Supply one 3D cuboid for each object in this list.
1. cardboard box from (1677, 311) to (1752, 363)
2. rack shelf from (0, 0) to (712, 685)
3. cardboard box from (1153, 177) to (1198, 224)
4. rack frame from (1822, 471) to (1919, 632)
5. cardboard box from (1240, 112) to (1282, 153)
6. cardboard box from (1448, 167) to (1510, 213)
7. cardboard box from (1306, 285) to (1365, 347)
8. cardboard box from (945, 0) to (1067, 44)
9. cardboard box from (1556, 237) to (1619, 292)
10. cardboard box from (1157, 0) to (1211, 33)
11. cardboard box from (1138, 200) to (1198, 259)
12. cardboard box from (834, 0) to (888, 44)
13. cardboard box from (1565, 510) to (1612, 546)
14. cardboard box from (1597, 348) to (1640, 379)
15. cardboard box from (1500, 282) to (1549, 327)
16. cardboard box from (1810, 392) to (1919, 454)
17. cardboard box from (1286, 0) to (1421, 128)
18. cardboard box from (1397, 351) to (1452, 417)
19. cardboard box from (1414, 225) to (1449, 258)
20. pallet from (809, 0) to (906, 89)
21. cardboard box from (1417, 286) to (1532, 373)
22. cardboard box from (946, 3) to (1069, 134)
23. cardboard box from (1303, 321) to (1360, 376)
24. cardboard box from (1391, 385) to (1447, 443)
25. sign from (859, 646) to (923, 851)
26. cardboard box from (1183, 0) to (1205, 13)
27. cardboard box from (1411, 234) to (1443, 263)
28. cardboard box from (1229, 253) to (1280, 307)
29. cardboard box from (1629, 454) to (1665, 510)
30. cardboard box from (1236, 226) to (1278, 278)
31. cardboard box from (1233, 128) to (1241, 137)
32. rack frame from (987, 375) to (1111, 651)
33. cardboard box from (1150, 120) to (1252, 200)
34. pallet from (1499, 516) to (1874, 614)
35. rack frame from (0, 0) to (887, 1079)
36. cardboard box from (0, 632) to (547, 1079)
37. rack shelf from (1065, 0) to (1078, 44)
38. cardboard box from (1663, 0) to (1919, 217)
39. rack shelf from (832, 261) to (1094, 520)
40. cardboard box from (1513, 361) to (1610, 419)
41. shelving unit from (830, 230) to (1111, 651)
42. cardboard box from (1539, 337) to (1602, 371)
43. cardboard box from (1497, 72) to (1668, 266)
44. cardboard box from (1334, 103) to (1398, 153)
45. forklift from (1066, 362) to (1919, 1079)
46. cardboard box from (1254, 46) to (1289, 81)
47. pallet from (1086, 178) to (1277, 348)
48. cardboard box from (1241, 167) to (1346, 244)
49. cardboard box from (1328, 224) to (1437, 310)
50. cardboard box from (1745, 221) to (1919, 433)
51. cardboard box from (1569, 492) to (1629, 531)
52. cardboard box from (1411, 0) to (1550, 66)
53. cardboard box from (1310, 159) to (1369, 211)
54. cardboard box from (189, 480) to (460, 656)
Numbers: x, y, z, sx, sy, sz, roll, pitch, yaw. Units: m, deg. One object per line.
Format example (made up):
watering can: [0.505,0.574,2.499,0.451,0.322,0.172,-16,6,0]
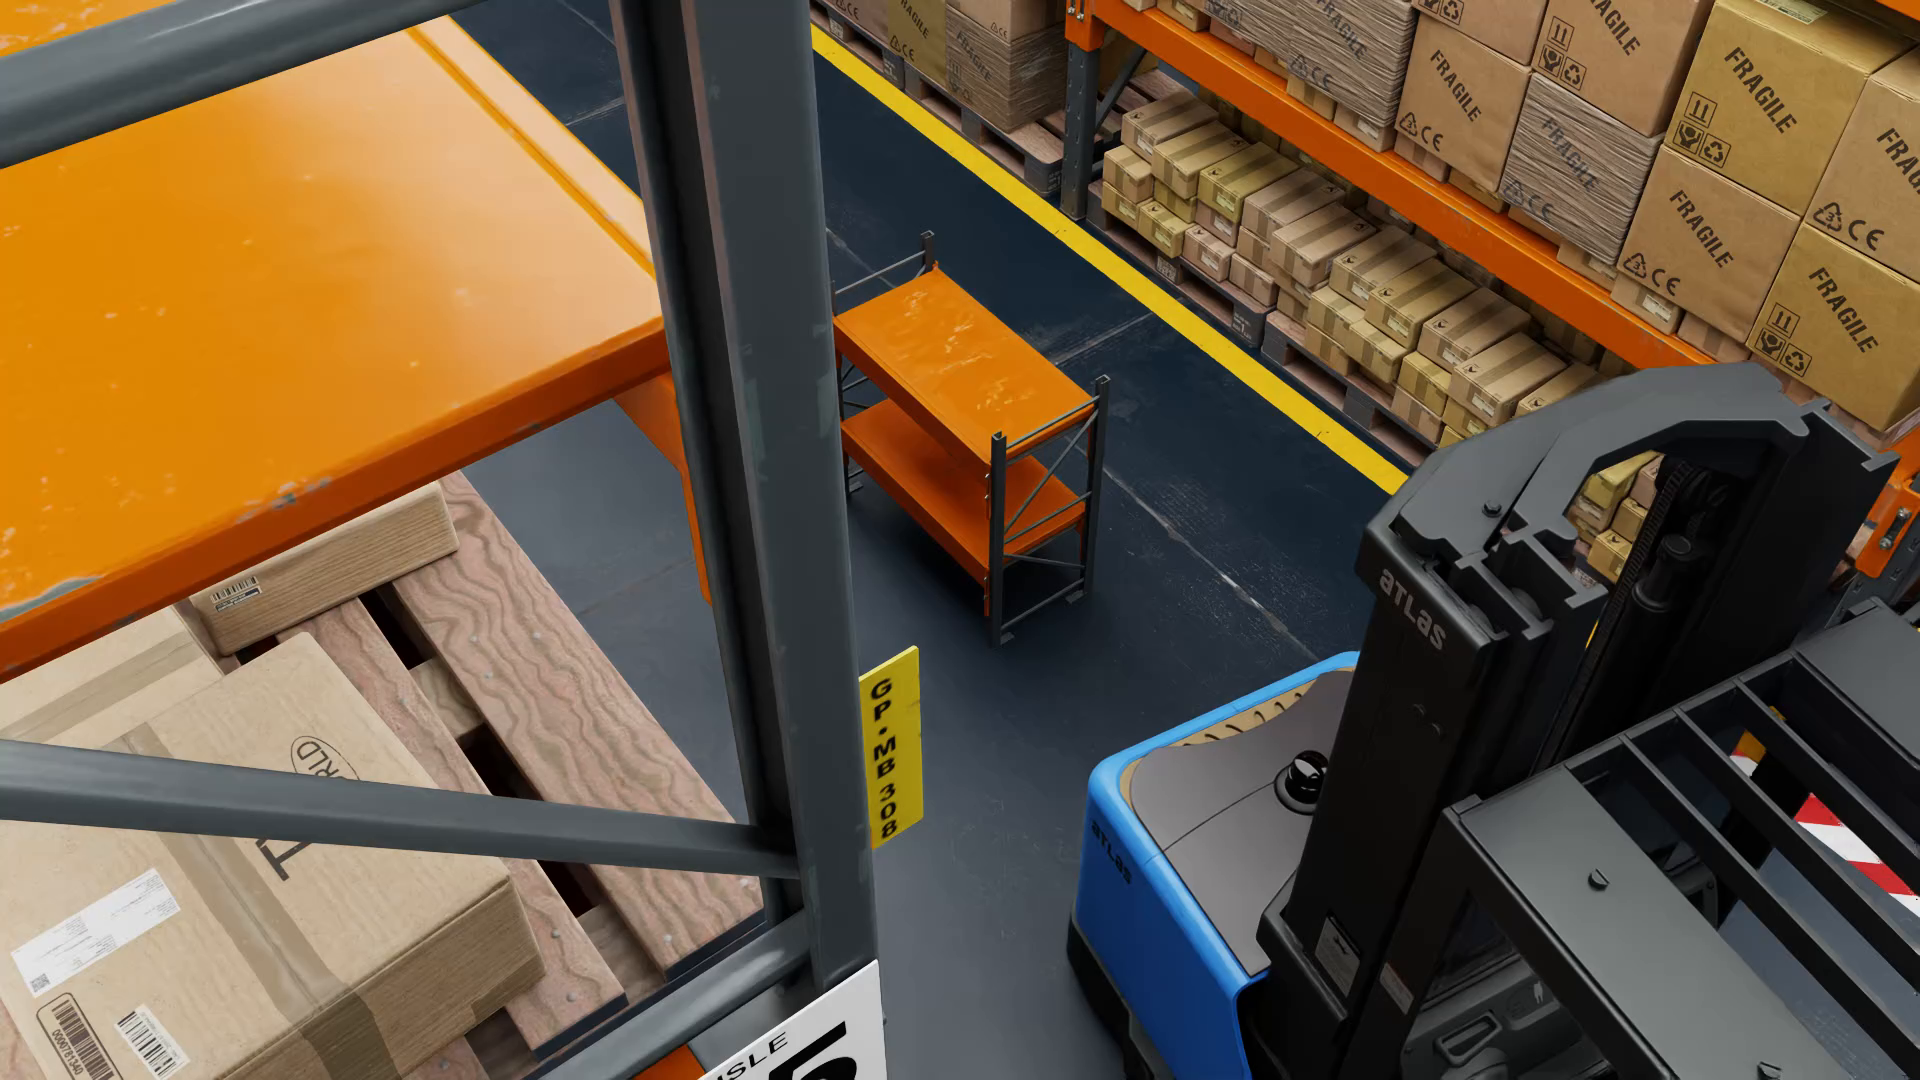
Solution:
cardboard box: [2.642,-0.751,5.574,0.380,0.149,0.250,-30,54,-24]
rack shelf: [-1.741,-1.003,2.340,1.077,0.370,4.000,-29,54,-24]
cardboard box: [1.116,-1.641,7.652,0.380,0.149,0.250,-29,54,-24]
rack frame: [3.349,-0.465,5.146,1.000,3.000,0.127,-29,54,-24]
cardboard box: [1.535,-1.981,7.759,0.380,0.149,0.250,-29,54,-24]
cardboard box: [2.043,-1.394,6.158,0.380,0.149,0.250,-29,54,-23]
cardboard box: [1.704,-1.003,7.073,0.380,0.149,0.250,-30,54,-24]
cardboard box: [0.274,-2.703,8.072,0.500,0.250,0.500,-31,55,-25]
cardboard box: [2.332,-1.059,5.854,0.380,0.149,0.250,-32,55,-25]
cardboard box: [1.053,-2.306,6.985,0.380,0.149,0.250,-28,54,-23]
cardboard box: [1.052,-1.491,7.717,0.380,0.149,0.250,-28,54,-23]
cardboard box: [-0.340,-3.056,8.898,0.500,0.500,0.500,-31,55,-25]
cardboard box: [2.536,-0.166,6.516,0.380,0.149,0.250,-30,54,-24]
cardboard box: [2.772,-0.733,6.628,0.380,0.149,0.250,-32,55,-26]
cardboard box: [2.489,-1.077,6.940,0.380,0.149,0.250,-29,54,-23]
cardboard box: [2.926,-0.446,5.298,0.380,0.149,0.250,-29,54,-24]
cardboard box: [1.608,-1.950,6.224,0.500,0.500,0.500,-31,55,-25]
cardboard box: [2.022,-0.696,6.796,0.380,0.149,0.250,-27,53,-22]
cardboard box: [2.197,-1.378,7.213,0.380,0.149,0.250,-31,55,-25]
pallet: [-0.289,-3.065,9.385,1.003,0.211,1.213,-29,54,-24]
cardboard box: [2.077,-0.836,6.722,0.380,0.149,0.250,-31,55,-25]
cardboard box: [0.278,-2.448,8.348,0.500,0.500,0.500,-30,55,-25]
cardboard box: [1.709,-0.901,7.182,0.380,0.149,0.250,-31,55,-25]
cardboard box: [2.022,-0.598,6.907,0.380,0.149,0.250,-28,54,-23]
sign: [-0.085,0.242,1.837,0.100,0.325,0.005,-29,54,-24]
cardboard box: [1.026,-2.552,6.770,0.500,0.500,0.500,-30,55,-25]
cardboard box: [2.110,-1.259,7.306,0.380,0.149,0.250,-32,55,-26]
cardboard box: [1.438,-1.241,7.490,0.380,0.149,0.250,-30,55,-25]
cardboard box: [2.720,-0.221,6.164,0.380,0.149,0.250,-28,54,-23]
cardboard box: [1.453,-1.353,7.391,0.380,0.149,0.250,-32,55,-26]
cardboard box: [1.370,-2.064,8.035,0.380,0.149,0.250,-28,54,-23]
rack frame: [0.312,-0.074,6.057,0.500,1.125,0.032,-29,54,-24]
cardboard box: [1.090,-1.722,7.524,0.380,0.149,0.250,-27,53,-22]
pallet: [2.839,-0.068,6.668,1.003,0.211,1.213,-29,54,-24]
rack frame: [-0.530,-0.200,0.856,1.000,3.000,0.127,-29,54,-24]
cardboard box: [-0.874,0.458,2.034,0.500,0.250,0.500,-34,56,-27]
rack shelf: [-0.284,-3.761,8.620,1.077,0.370,4.000,-29,54,-24]
cardboard box: [2.567,-1.391,5.042,0.500,0.500,0.500,-31,55,-25]
rack shelf: [0.004,-0.570,6.112,0.538,0.278,1.000,-29,54,-24]
cardboard box: [2.356,-0.498,6.415,0.380,0.149,0.250,-31,55,-25]
shelving unit: [0.004,-0.374,6.328,0.538,1.125,1.048,-29,54,-24]
cardboard box: [2.591,-0.778,6.869,0.380,0.149,0.250,-32,55,-26]
cardboard box: [2.249,-1.349,5.679,0.500,0.500,0.500,-29,54,-24]
cardboard box: [1.674,-1.671,6.408,0.380,0.149,0.250,-27,53,-22]
forklift: [1.478,1.185,3.697,1.130,2.935,3.031,-21,51,-18]
cardboard box: [1.416,-2.010,6.716,0.380,0.149,0.250,-32,55,-25]
pallet: [1.361,-1.507,7.972,1.003,0.211,1.213,-29,54,-24]
cardboard box: [1.458,-1.451,7.279,0.380,0.149,0.250,-31,55,-25]
cardboard box: [1.778,-1.141,6.998,0.380,0.149,0.250,-32,55,-25]
cardboard box: [2.872,-0.748,5.134,0.500,0.500,0.500,-28,54,-23]
cardboard box: [2.486,-0.237,6.379,0.380,0.149,0.250,-32,55,-25]
cardboard box: [1.922,-2.004,5.598,0.500,0.500,0.500,-31,55,-25]
cardboard box: [1.787,-1.650,7.459,0.380,0.149,0.250,-28,54,-23]
cardboard box: [-1.006,-0.027,2.543,0.380,0.149,0.250,-28,53,-23]
